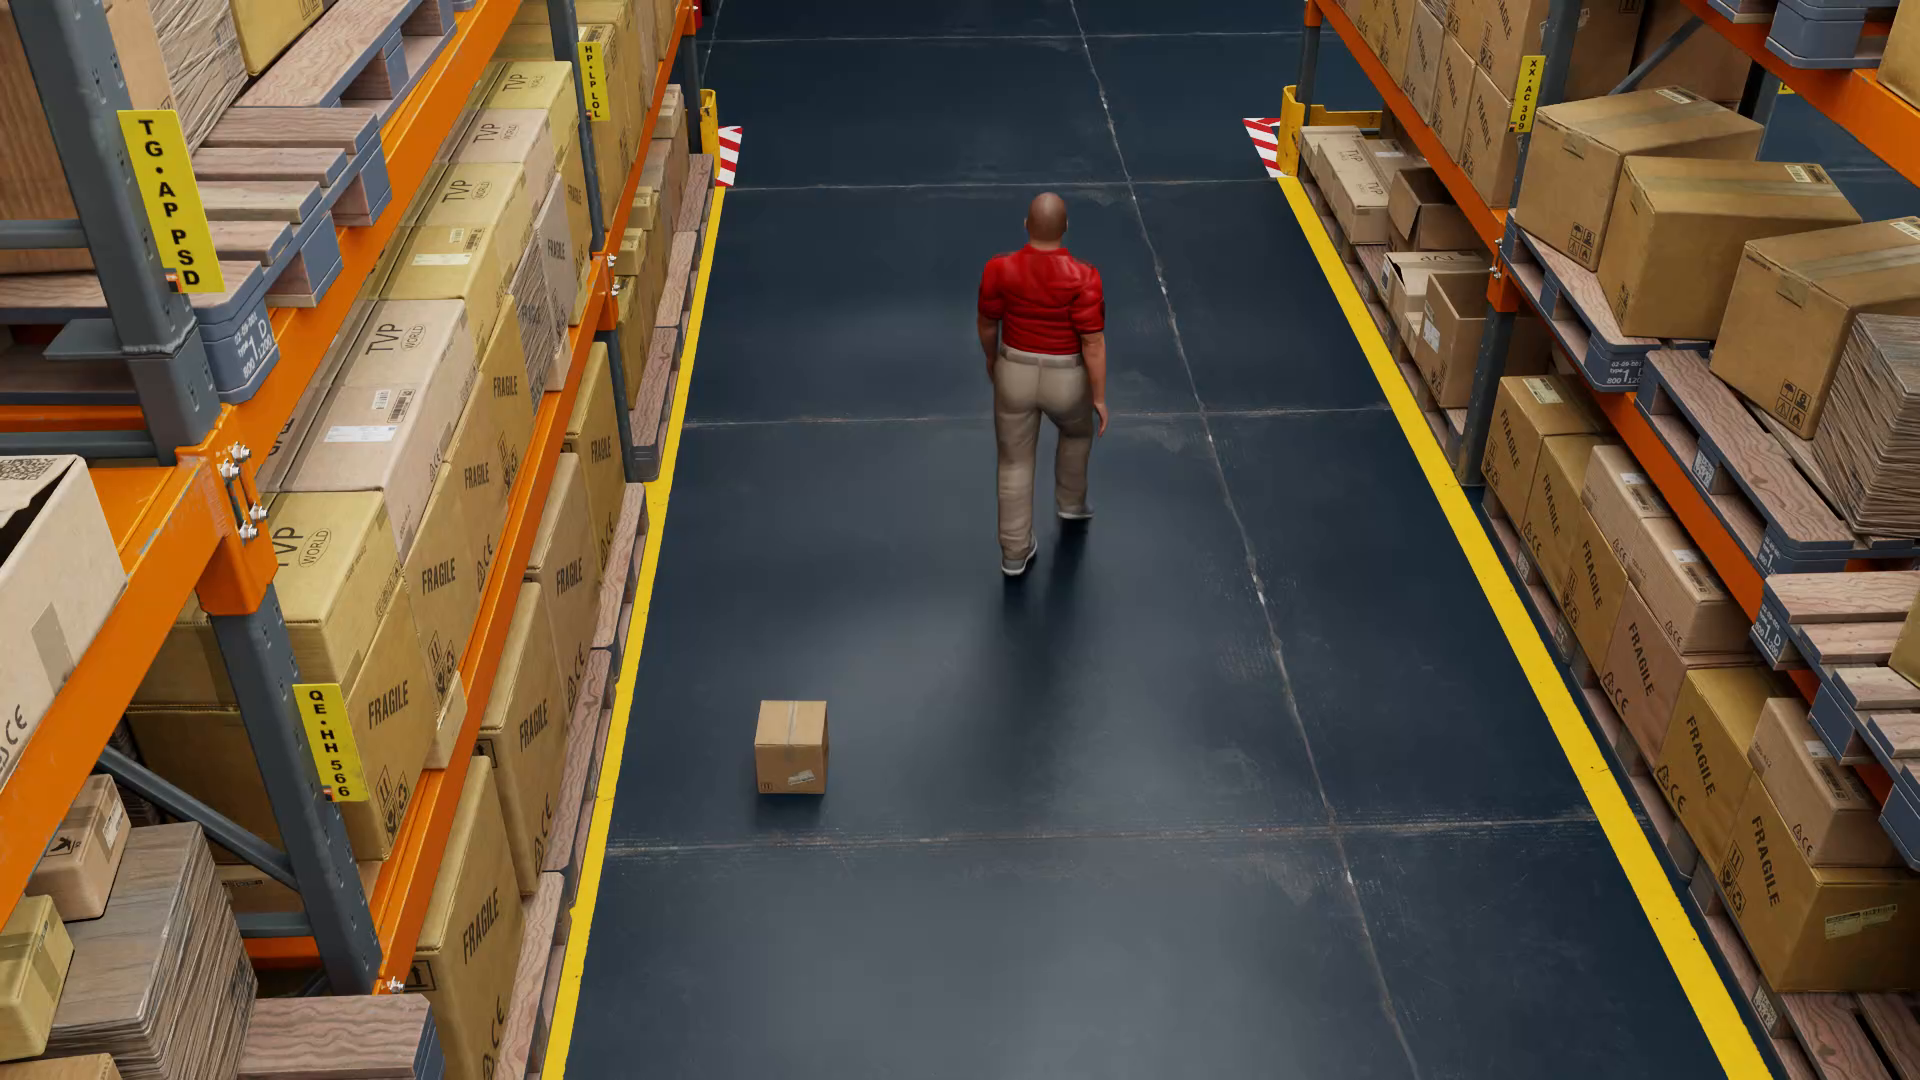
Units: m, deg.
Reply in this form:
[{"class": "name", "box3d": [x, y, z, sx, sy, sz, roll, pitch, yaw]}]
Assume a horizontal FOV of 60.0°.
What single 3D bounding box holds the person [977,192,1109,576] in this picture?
[{"class": "person", "box3d": [0.364, -0.684, 7.168, 0.586, 1.781, 0.740, 5, 35, 7]}]
